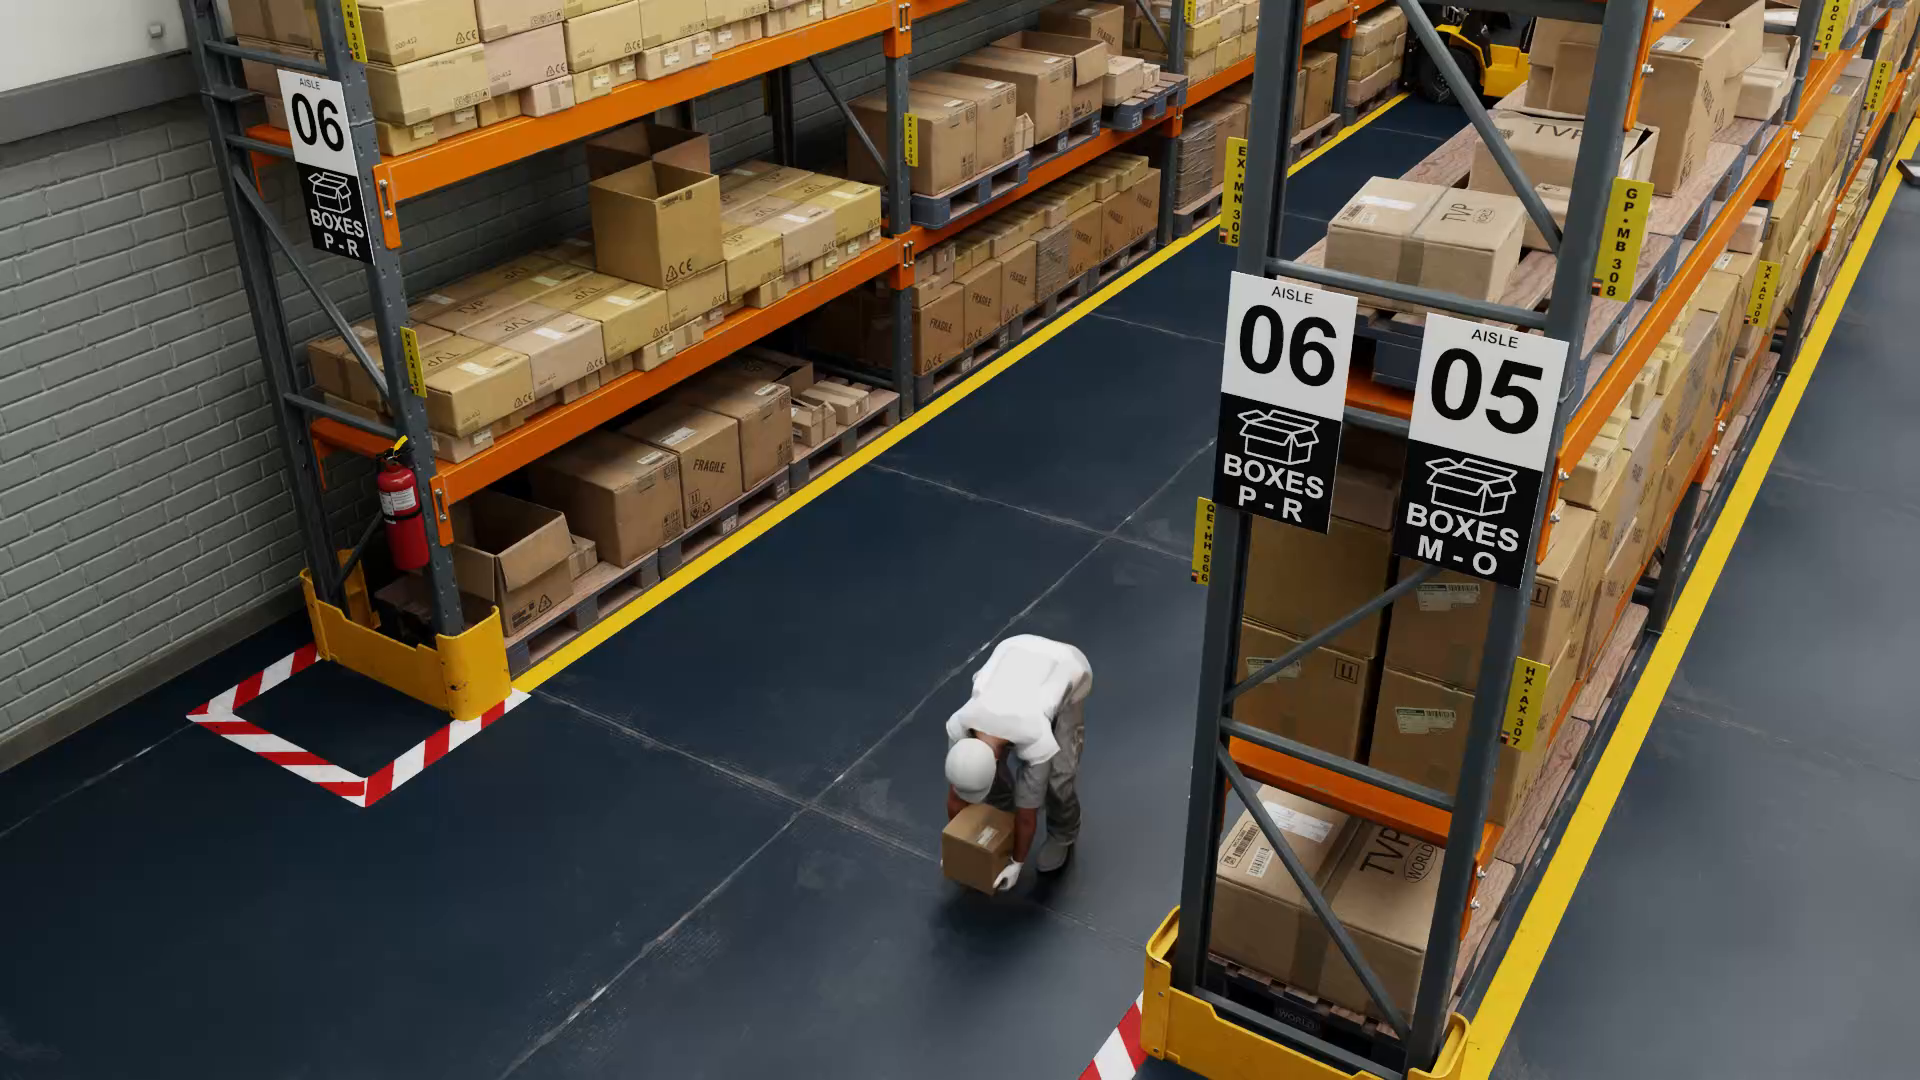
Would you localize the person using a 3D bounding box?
[{"bbox_3d":[0.223,1.014,7.139,0.504,1.063,0.991,15,33,24],"label":"person"}]
